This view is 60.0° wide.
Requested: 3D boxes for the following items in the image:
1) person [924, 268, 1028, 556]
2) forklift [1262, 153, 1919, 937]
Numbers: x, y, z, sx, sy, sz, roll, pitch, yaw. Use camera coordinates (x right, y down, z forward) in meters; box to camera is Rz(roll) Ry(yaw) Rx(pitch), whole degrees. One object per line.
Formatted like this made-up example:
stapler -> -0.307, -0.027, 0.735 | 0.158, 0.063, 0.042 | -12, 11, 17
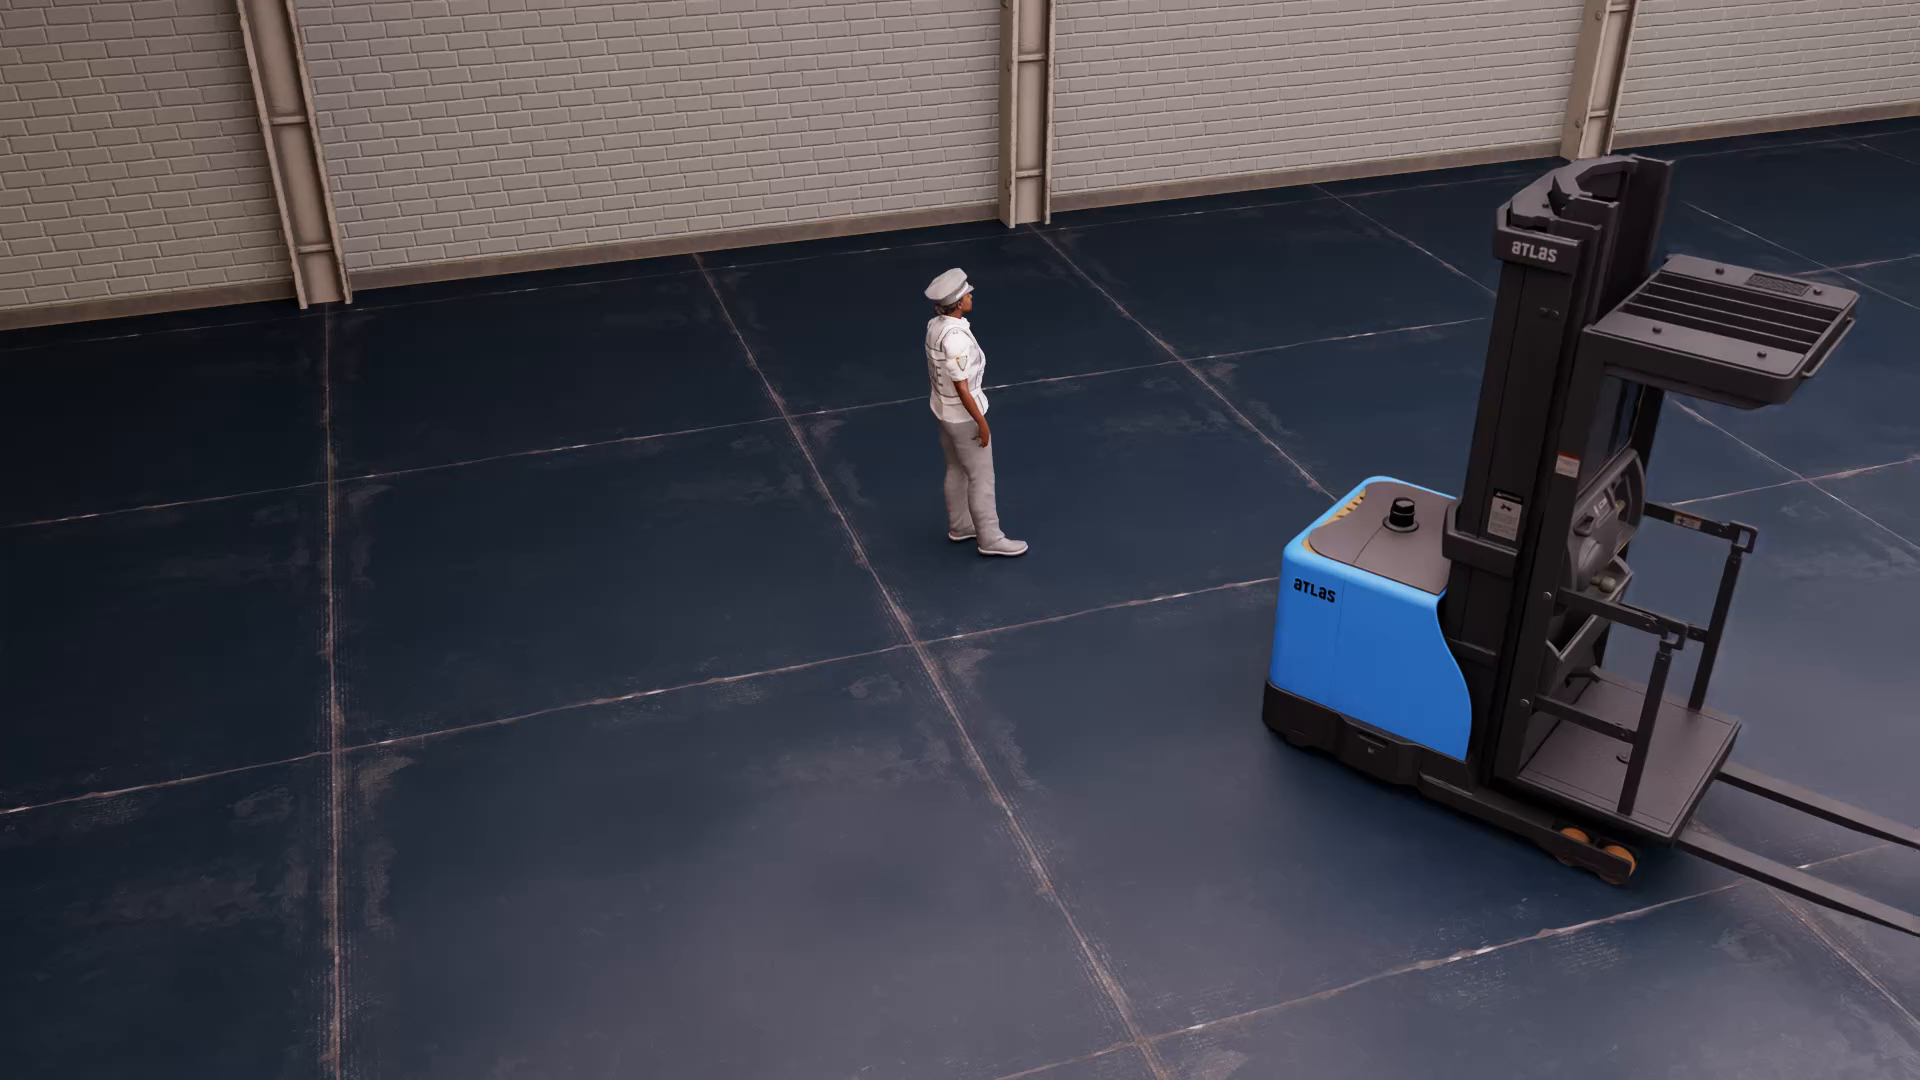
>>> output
person -> 0.077, -0.744, 9.604 | 0.528, 1.697, 0.570 | -10, 31, -16
forklift -> 2.986, -0.047, 7.168 | 3.031, 2.935, 1.130 | 21, 36, 32
